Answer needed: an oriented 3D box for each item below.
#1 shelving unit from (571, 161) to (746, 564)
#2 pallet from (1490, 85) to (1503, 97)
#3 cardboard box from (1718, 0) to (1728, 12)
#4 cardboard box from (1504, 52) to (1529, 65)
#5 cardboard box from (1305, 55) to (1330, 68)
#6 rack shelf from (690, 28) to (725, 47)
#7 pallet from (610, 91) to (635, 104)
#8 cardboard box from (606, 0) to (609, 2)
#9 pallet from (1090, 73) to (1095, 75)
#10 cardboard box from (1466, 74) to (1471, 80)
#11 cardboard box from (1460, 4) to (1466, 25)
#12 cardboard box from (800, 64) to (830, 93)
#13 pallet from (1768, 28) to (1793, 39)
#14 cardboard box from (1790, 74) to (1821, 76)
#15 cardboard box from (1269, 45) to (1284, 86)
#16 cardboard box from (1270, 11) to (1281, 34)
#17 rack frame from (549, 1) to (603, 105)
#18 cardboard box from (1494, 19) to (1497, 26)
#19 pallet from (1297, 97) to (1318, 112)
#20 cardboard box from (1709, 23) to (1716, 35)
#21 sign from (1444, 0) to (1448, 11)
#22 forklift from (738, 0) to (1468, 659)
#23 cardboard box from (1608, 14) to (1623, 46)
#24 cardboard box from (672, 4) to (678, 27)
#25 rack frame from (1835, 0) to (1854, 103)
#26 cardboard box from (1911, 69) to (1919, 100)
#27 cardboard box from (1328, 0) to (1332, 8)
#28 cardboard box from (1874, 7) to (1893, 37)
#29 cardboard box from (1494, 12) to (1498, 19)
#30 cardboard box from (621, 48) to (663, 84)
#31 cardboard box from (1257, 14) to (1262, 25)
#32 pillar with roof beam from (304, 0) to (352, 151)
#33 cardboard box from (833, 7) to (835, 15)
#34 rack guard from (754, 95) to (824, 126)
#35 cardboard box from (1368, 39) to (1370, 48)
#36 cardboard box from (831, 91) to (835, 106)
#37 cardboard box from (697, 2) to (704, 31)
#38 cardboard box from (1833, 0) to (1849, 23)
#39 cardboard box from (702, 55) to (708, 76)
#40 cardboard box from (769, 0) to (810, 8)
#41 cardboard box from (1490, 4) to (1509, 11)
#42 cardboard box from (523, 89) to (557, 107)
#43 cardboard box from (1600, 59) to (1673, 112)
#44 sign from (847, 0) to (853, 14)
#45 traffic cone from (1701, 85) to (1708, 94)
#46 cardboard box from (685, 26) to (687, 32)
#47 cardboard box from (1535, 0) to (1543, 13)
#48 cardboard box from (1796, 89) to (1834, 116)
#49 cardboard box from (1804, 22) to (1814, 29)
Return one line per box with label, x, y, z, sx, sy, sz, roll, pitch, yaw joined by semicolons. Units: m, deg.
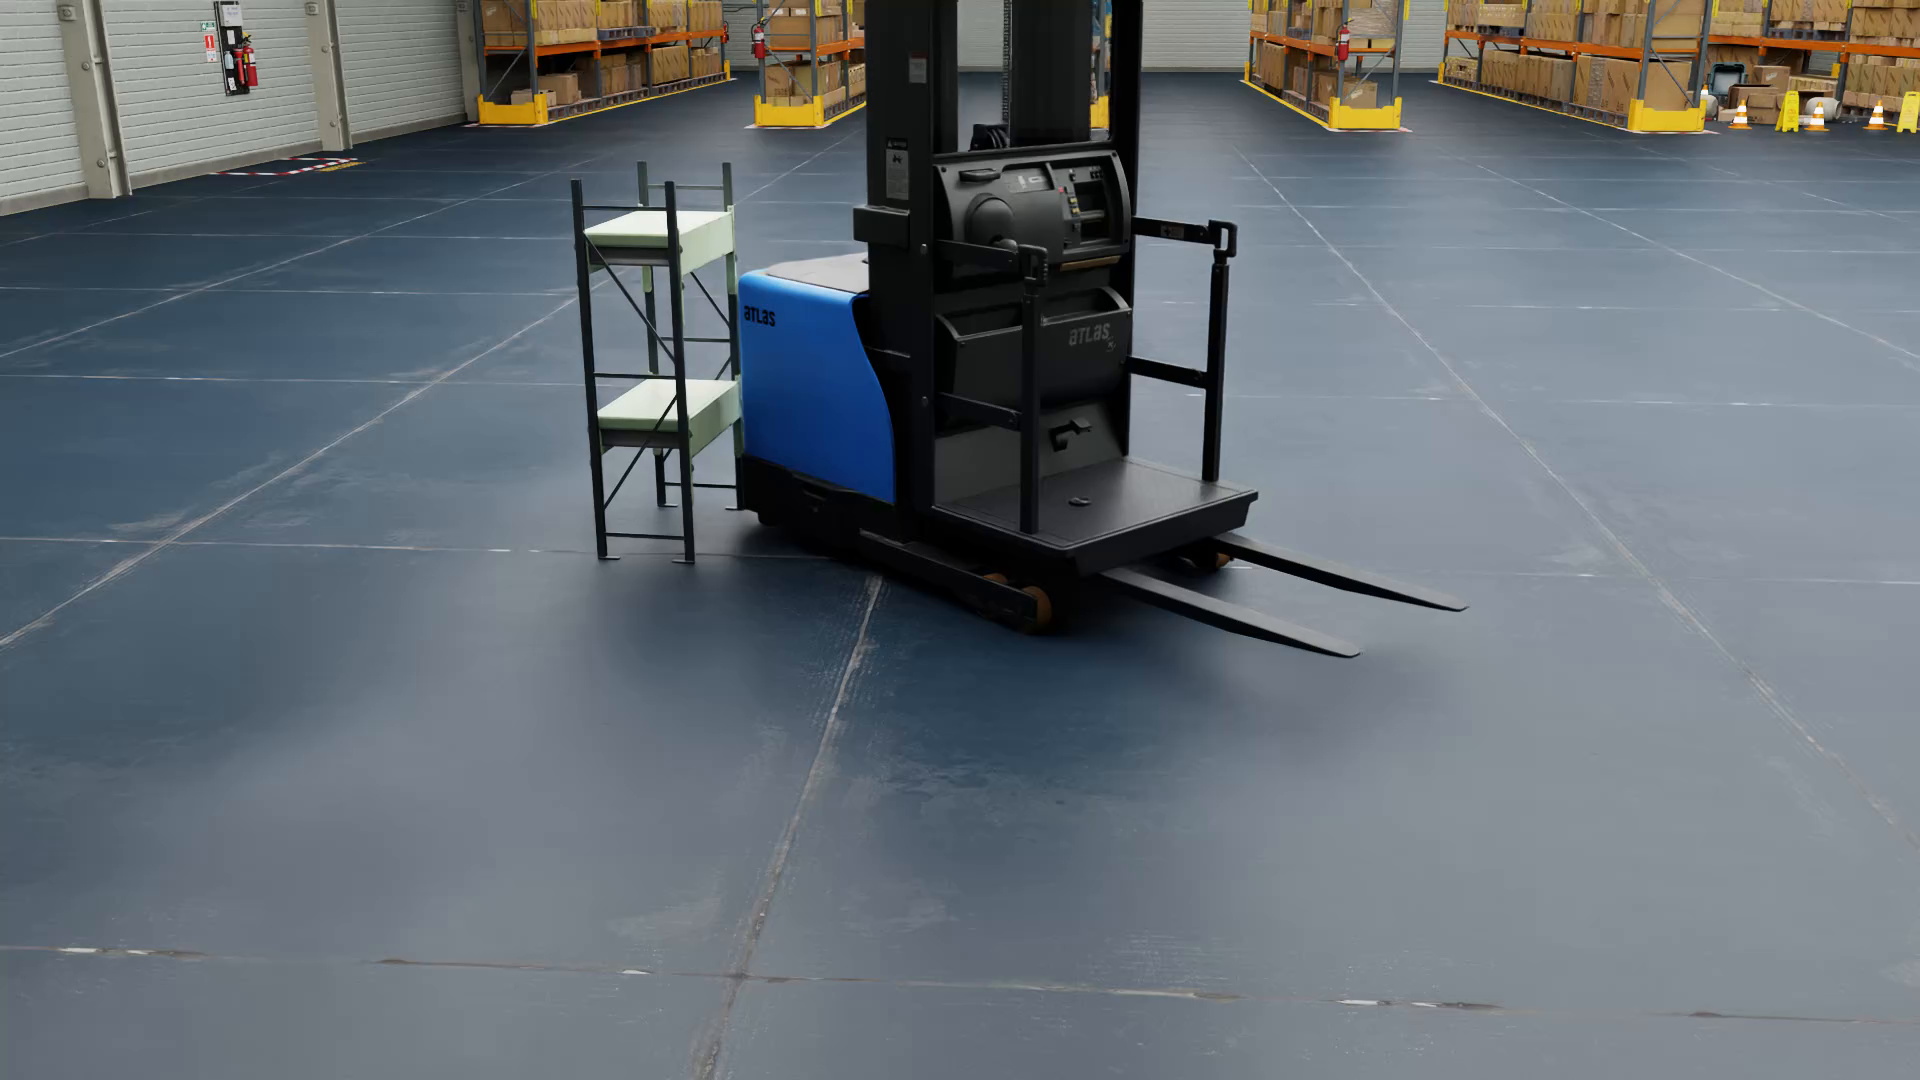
shelving unit;-1.201;-0.742;6.780;0.431;1.500;0.755;3;18;9
pallet;12.566;-10.099;37.405;1.003;0.211;1.213;1;18;4
cardboard box;17.284;-12.045;37.099;0.500;0.500;0.500;1;18;3
cardboard box;12.231;-10.547;36.429;0.500;0.250;0.500;2;18;5
cardboard box;7.432;-9.950;34.574;0.500;0.250;0.500;3;18;10
rack shelf;-6.913;-12.799;42.322;1.077;0.370;4.000;1;18;4
pallet;-7.491;-9.332;35.063;1.003;0.211;1.213;1;18;4
cardboard box;-7.570;-11.979;36.789;0.500;0.250;0.500;2;18;5
pallet;3.014;-11.961;43.086;1.003;0.211;1.213;1;18;4
cardboard box;12.450;-11.183;40.137;0.380;0.149;0.250;1;18;2
cardboard box;12.593;-12.867;40.735;0.500;0.500;0.500;1;18;2
cardboard box;-2.658;-8.405;30.294;0.500;0.500;0.500;1;18;4
pallet;17.418;-10.410;34.183;1.213;0.211;1.003;1;18;4
cardboard box;17.312;-9.500;34.644;0.950;0.372;0.625;0;18;0
cardboard box;7.620;-10.626;37.273;1.225;0.875;0.875;1;18;4
cardboard box;7.448;-11.942;38.391;0.500;0.500;0.500;1;18;4
rack frame;-7.630;-10.035;32.731;1.000;3.000;0.127;1;18;4
cardboard box;12.109;-11.530;37.023;0.380;0.149;0.250;0;18;1
pallet;7.246;-8.620;32.891;1.003;0.211;1.213;1;18;4
cardboard box;17.319;-11.604;37.760;0.500;0.250;0.500;1;18;3
sign;12.451;-13.712;42.562;0.100;0.325;0.005;1;18;4
forklift;0.429;-1.240;6.000;1.130;2.935;3.031;-16;24;-40
cardboard box;12.006;-9.014;29.376;0.875;0.550;0.500;1;18;4
cardboard box;-6.910;-12.255;38.835;0.500;0.500;0.500;1;18;4
rack frame;17.076;-9.482;31.044;1.000;3.000;0.127;1;18;4
cardboard box;16.587;-7.744;28.276;0.500;0.500;0.500;1;18;4
cardboard box;6.766;-9.612;29.196;0.500;0.500;0.500;1;18;4
cardboard box;16.705;-9.229;29.632;0.500;0.500;0.500;1;18;3
cardboard box;12.108;-11.670;36.971;0.380;0.149;0.250;1;18;3
cardboard box;-7.160;-10.681;37.480;0.750;0.750;0.750;1;18;3
cardboard box;7.646;-12.878;41.170;0.500;0.250;0.500;1;18;3
pillar with roof beam;-4.866;-9.921;22.748;9.100;9.000;0.400;1;18;4
cardboard box;-2.549;-9.953;31.277;0.380;0.149;0.250;1;18;4
rack guard;-2.977;-7.488;28.973;1.175;0.500;0.348;1;18;4
cardboard box;7.200;-8.502;28.456;0.380;0.149;0.250;1;18;4
cardboard box;-2.606;-8.204;30.884;0.500;0.250;0.500;1;18;4
cardboard box;-6.944;-13.057;41.472;0.980;0.700;0.700;1;18;3
cardboard box;16.880;-10.019;31.370;0.500;0.500;0.500;1;18;3
cardboard box;-6.822;-12.077;42.302;0.700;0.500;0.500;2;18;5
cardboard box;-2.926;-9.509;28.880;0.700;0.500;0.500;1;18;4
cardboard box;12.145;-11.973;37.421;0.380;0.149;0.250;1;18;3
cardboard box;-7.737;-8.114;30.480;0.500;0.311;0.500;3;18;8
cardboard box;11.888;-7.994;29.241;0.875;0.875;0.875;1;18;3
sign;-2.135;-10.363;32.214;0.100;0.325;0.005;1;18;4
traffic cone;14.792;-8.805;33.053;0.336;0.463;0.334;1;18;4
cardboard box;-6.799;-12.299;40.011;0.380;0.149;0.250;1;18;4
cardboard box;12.376;-11.187;34.481;0.700;0.500;0.500;1;18;4
cardboard box;15.642;-7.993;30.510;0.500;0.500;0.500;17;25;41
cardboard box;16.990;-10.207;32.985;0.380;0.149;0.250;2;18;6
